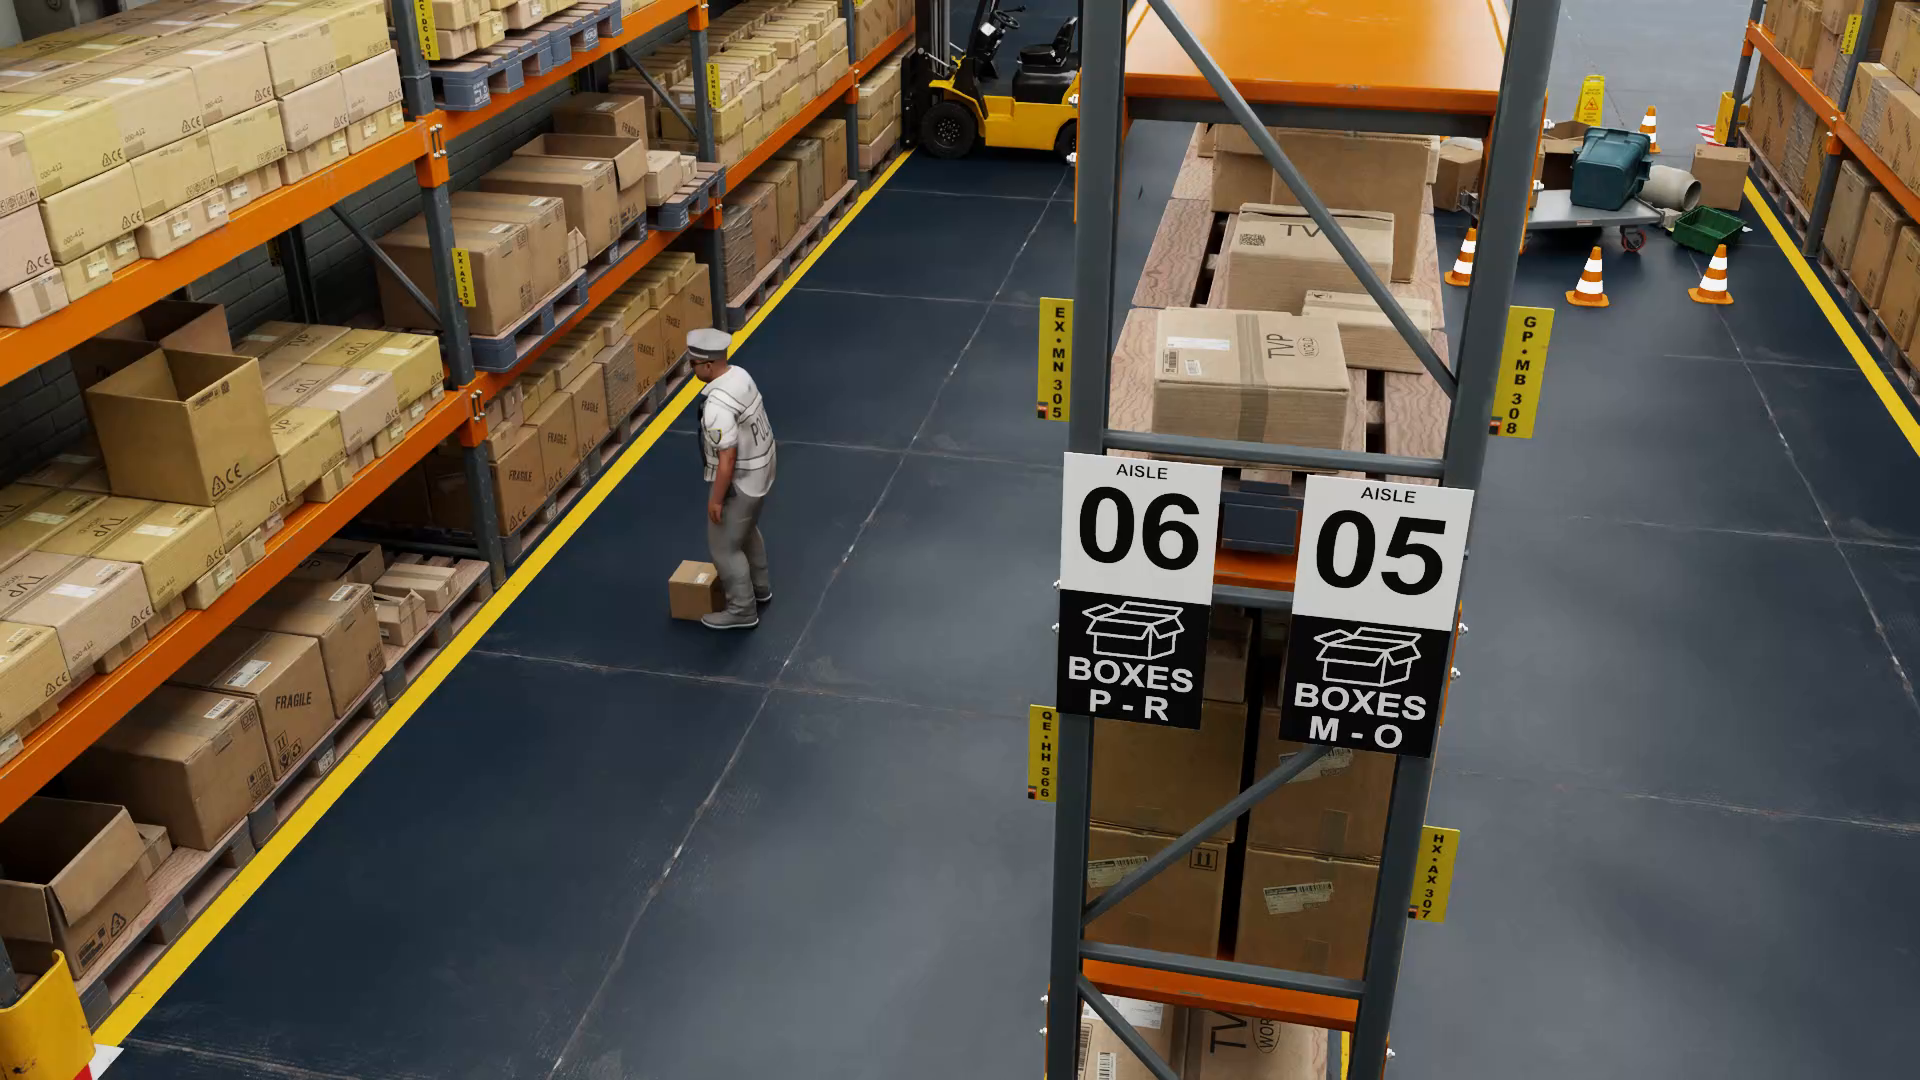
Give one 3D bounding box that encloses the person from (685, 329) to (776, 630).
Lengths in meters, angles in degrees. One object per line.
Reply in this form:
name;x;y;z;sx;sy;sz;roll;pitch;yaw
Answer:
person;-1.248;-0.334;9.228;0.439;1.744;0.604;4;29;7
